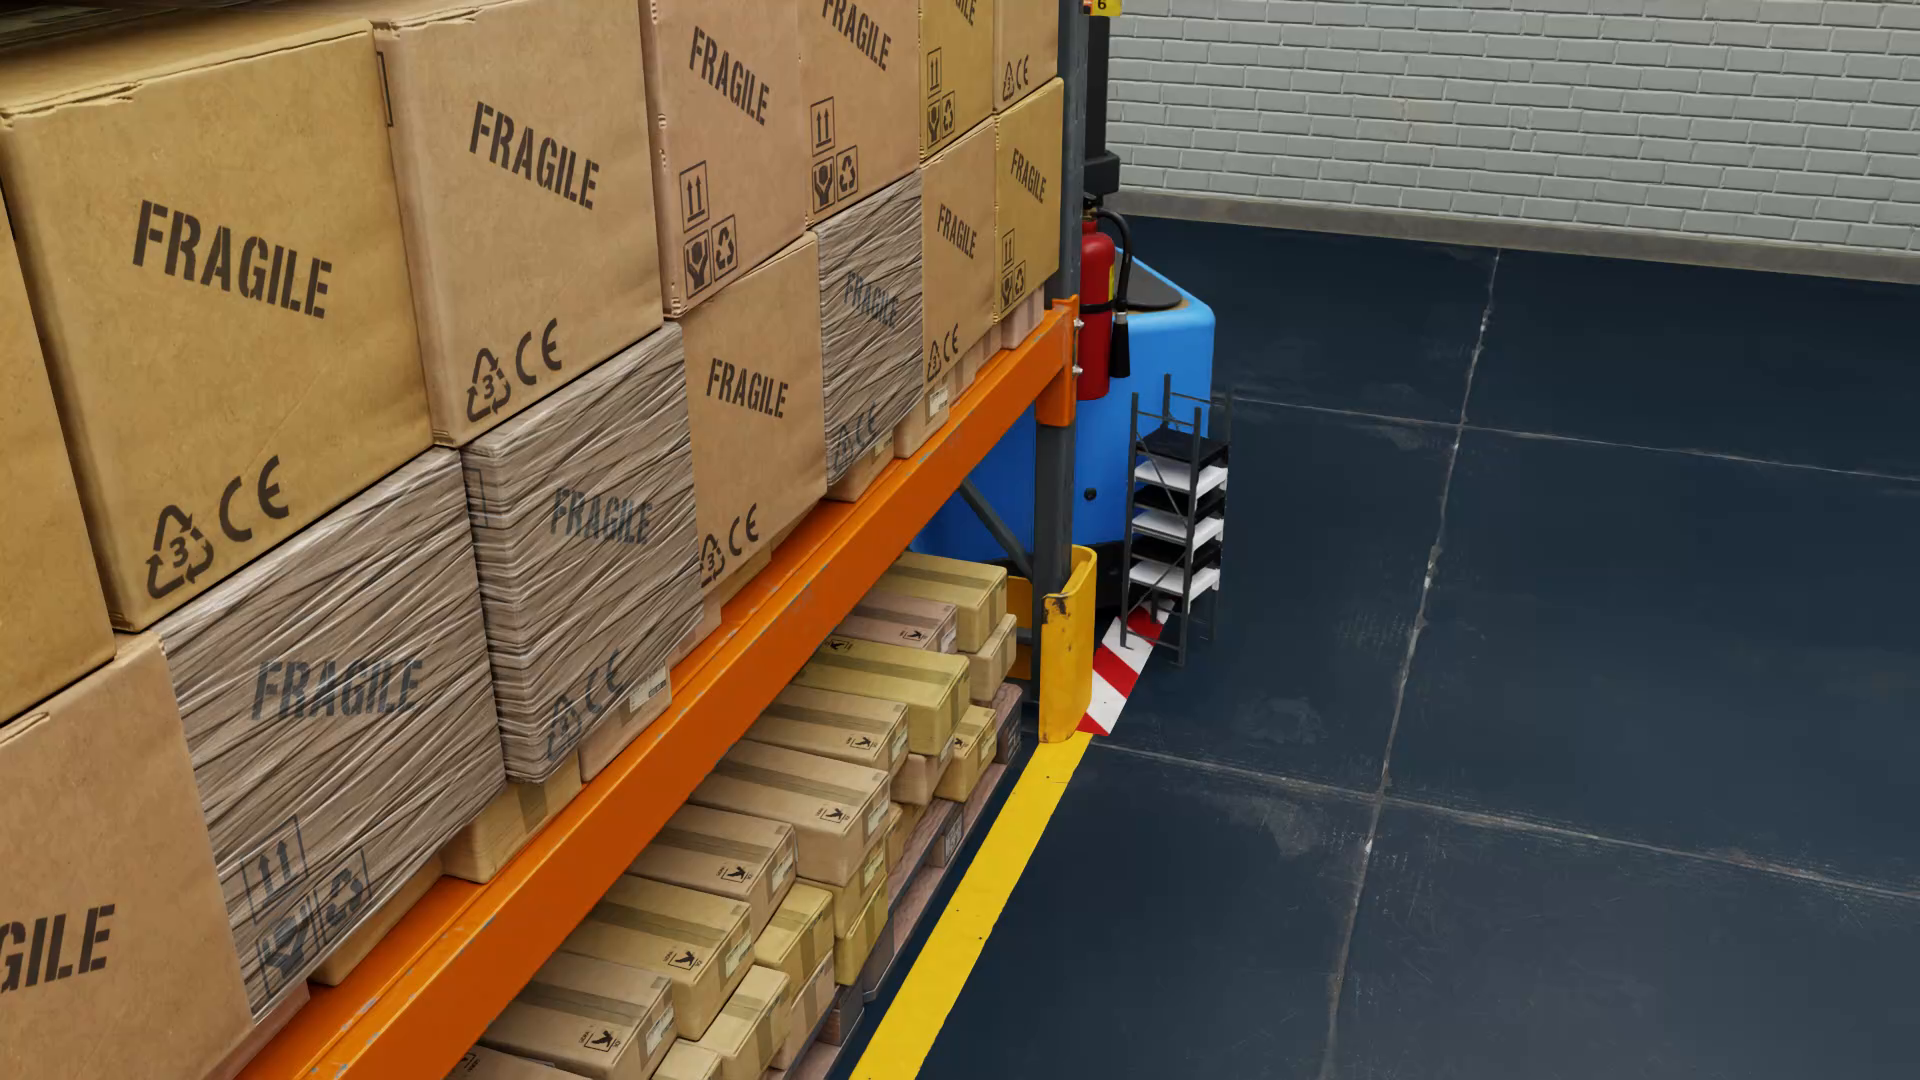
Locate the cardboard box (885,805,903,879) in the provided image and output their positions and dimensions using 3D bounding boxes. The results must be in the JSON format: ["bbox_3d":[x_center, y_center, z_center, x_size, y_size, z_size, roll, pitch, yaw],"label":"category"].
[{"bbox_3d":[-0.360,0.743,4.064,0.380,0.149,0.250,9,27,18],"label":"cardboard box"}]

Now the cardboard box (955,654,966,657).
[{"bbox_3d":[-0.196,0.400,4.430,0.380,0.149,0.250,8,27,16],"label":"cardboard box"}]

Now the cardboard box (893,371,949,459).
[{"bbox_3d":[-0.244,-0.320,3.756,0.380,0.149,0.250,9,27,19],"label":"cardboard box"}]

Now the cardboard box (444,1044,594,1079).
[{"bbox_3d":[-0.761,1.022,2.804,0.380,0.149,0.250,9,27,19],"label":"cardboard box"}]

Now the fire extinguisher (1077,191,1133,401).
[{"bbox_3d":[0.367,-0.752,4.878,0.296,0.674,0.183,9,27,17],"label":"fire extinguisher"}]

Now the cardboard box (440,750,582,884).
[{"bbox_3d":[-0.784,0.331,2.413,0.380,0.149,0.250,9,27,18],"label":"cardboard box"}]

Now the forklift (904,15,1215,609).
[{"bbox_3d":[-0.109,-1.634,6.261,1.130,2.935,3.031,-8,27,-17],"label":"forklift"}]

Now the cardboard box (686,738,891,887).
[{"bbox_3d":[-0.376,0.598,3.679,0.380,0.149,0.250,10,28,19],"label":"cardboard box"}]

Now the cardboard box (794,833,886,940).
[{"bbox_3d":[-0.390,0.729,3.750,0.380,0.149,0.250,9,27,18],"label":"cardboard box"}]

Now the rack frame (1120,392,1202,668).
[{"bbox_3d":[0.629,-0.022,5.262,0.240,0.900,0.006,18,31,32],"label":"rack frame"}]

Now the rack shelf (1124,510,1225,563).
[{"bbox_3d":[0.689,-0.028,5.351,0.258,0.077,0.200,18,31,32],"label":"rack shelf"}]

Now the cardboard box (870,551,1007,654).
[{"bbox_3d":[-0.089,0.163,4.579,0.380,0.149,0.250,9,27,18],"label":"cardboard box"}]

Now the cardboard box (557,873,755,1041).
[{"bbox_3d":[-0.629,0.802,3.258,0.380,0.149,0.250,9,27,18],"label":"cardboard box"}]

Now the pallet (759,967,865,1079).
[{"bbox_3d":[-0.889,1.197,3.536,1.003,0.211,1.213,9,27,17],"label":"pallet"}]

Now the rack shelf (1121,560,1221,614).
[{"bbox_3d":[0.689,0.134,5.429,0.258,0.077,0.200,18,31,32],"label":"rack shelf"}]

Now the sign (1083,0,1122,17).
[{"bbox_3d":[0.365,-1.493,4.199,0.100,0.325,0.005,9,27,17],"label":"sign"}]

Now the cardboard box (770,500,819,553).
[{"bbox_3d":[-0.506,-0.113,3.330,0.380,0.149,0.250,8,27,15],"label":"cardboard box"}]

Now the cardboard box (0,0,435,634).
[{"bbox_3d":[-0.945,-0.268,1.759,0.500,0.500,0.500,8,27,16],"label":"cardboard box"}]

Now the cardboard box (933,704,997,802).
[{"bbox_3d":[-0.121,0.543,4.476,0.380,0.149,0.250,10,27,19],"label":"cardboard box"}]

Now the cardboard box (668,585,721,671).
[{"bbox_3d":[-0.642,0.105,2.880,0.380,0.149,0.250,10,28,19],"label":"cardboard box"}]

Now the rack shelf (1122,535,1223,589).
[{"bbox_3d":[0.689,0.053,5.390,0.258,0.077,0.200,18,31,32],"label":"rack shelf"}]

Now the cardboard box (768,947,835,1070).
[{"bbox_3d":[-0.495,0.966,3.603,0.380,0.149,0.250,9,27,18],"label":"cardboard box"}]

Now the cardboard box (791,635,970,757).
[{"bbox_3d":[-0.193,0.382,4.125,0.380,0.149,0.250,8,27,16],"label":"cardboard box"}]

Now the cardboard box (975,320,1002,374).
[{"bbox_3d":[-0.112,-0.533,4.197,0.380,0.149,0.250,9,27,17],"label":"cardboard box"}]

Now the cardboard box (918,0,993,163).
[{"bbox_3d":[-0.238,-1.115,3.506,0.500,0.500,0.500,8,27,16],"label":"cardboard box"}]

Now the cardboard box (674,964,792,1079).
[{"bbox_3d":[-0.558,0.949,3.296,0.380,0.149,0.250,9,27,18],"label":"cardboard box"}]

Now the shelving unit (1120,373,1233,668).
[{"bbox_3d":[0.689,-0.058,5.336,0.258,0.900,0.210,18,31,32],"label":"shelving unit"}]

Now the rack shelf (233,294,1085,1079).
[{"bbox_3d":[-0.818,0.228,3.163,1.077,0.370,4.000,9,27,17],"label":"rack shelf"}]

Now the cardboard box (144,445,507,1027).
[{"bbox_3d":[-0.923,0.176,1.989,0.500,0.500,0.500,9,27,17],"label":"cardboard box"}]

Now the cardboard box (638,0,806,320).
[{"bbox_3d":[-0.576,-0.682,2.612,0.500,0.500,0.500,8,27,16],"label":"cardboard box"}]

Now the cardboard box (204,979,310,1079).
[{"bbox_3d":[-1.025,0.536,1.990,0.380,0.149,0.250,8,27,15],"label":"cardboard box"}]

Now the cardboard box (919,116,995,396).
[{"bbox_3d":[-0.235,-0.664,3.723,0.500,0.500,0.500,8,27,17],"label":"cardboard box"}]

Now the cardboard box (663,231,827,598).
[{"bbox_3d":[-0.571,-0.251,2.870,0.500,0.500,0.500,10,28,20],"label":"cardboard box"}]
